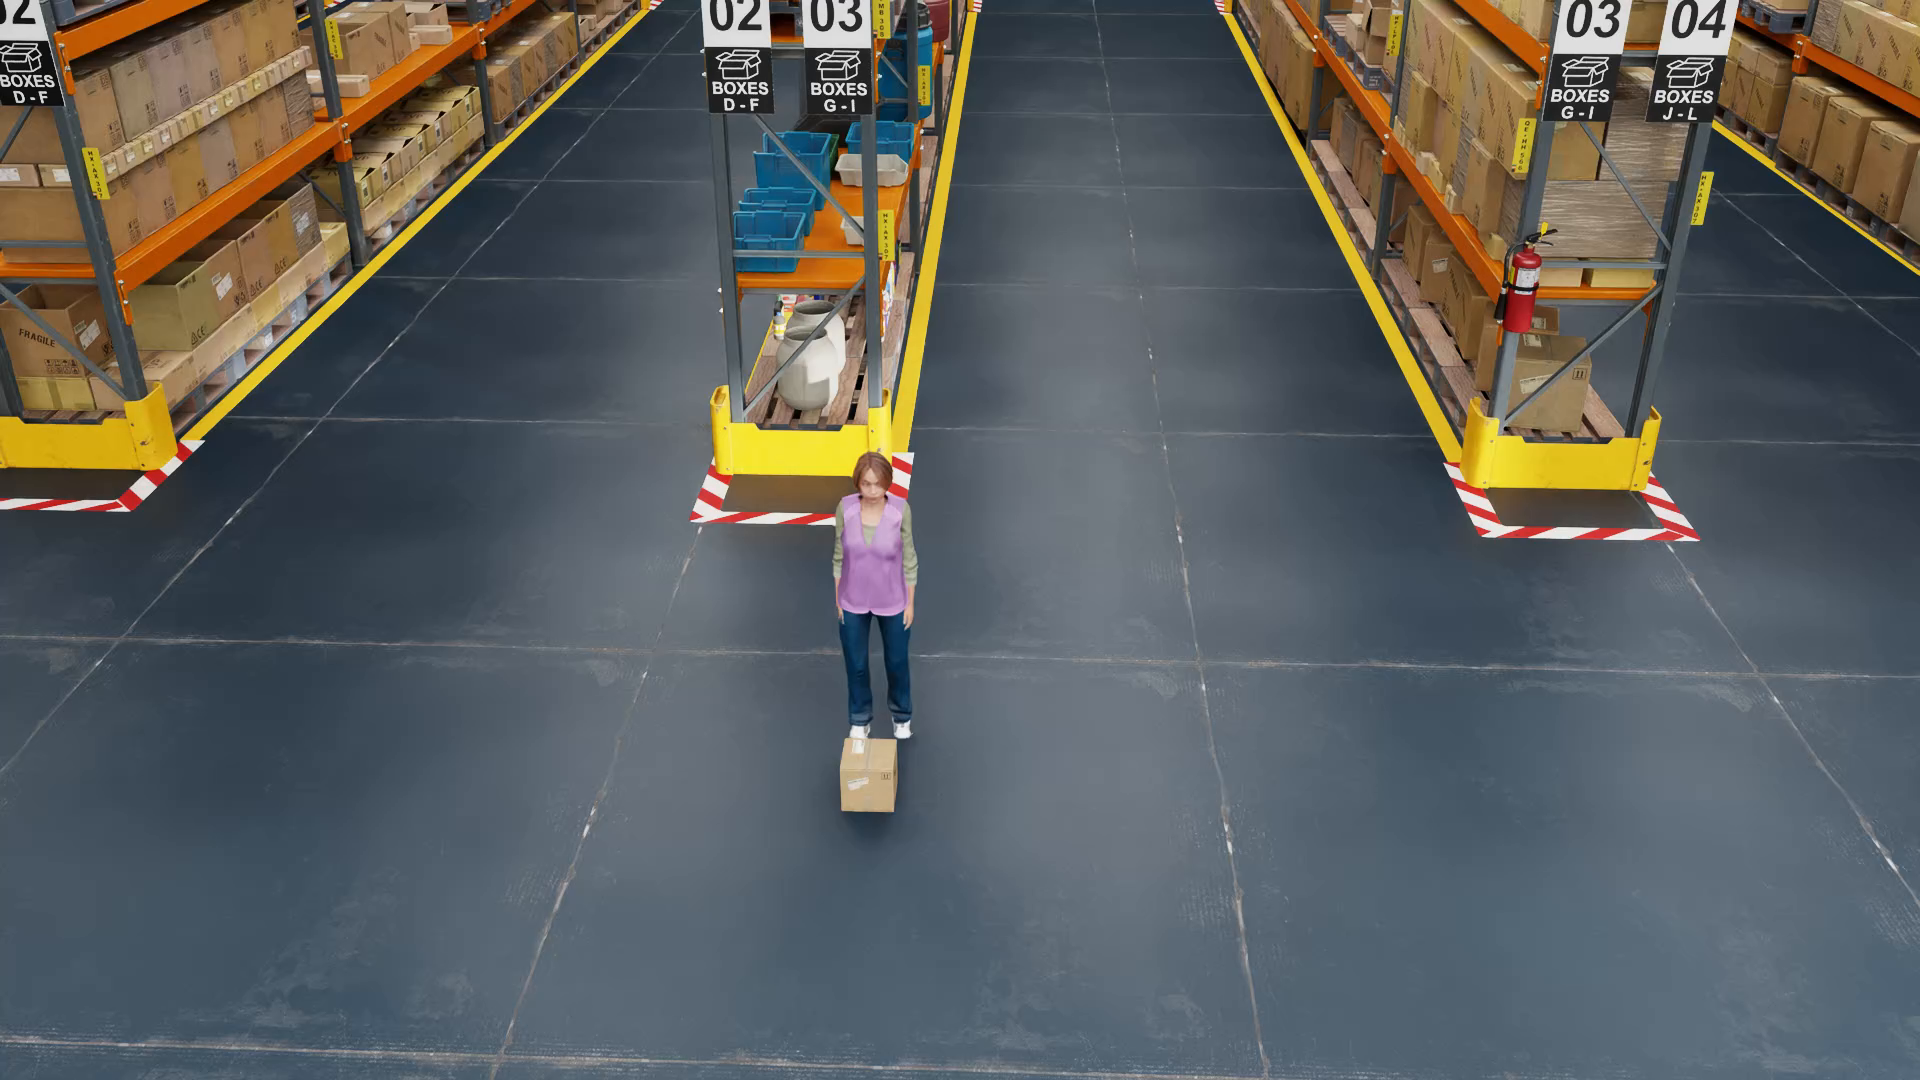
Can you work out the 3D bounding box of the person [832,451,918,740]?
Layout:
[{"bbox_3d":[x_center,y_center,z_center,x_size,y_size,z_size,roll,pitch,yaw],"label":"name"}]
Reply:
[{"bbox_3d":[-0.407,0.332,8.081,0.410,1.657,0.352,2,28,3],"label":"person"}]
